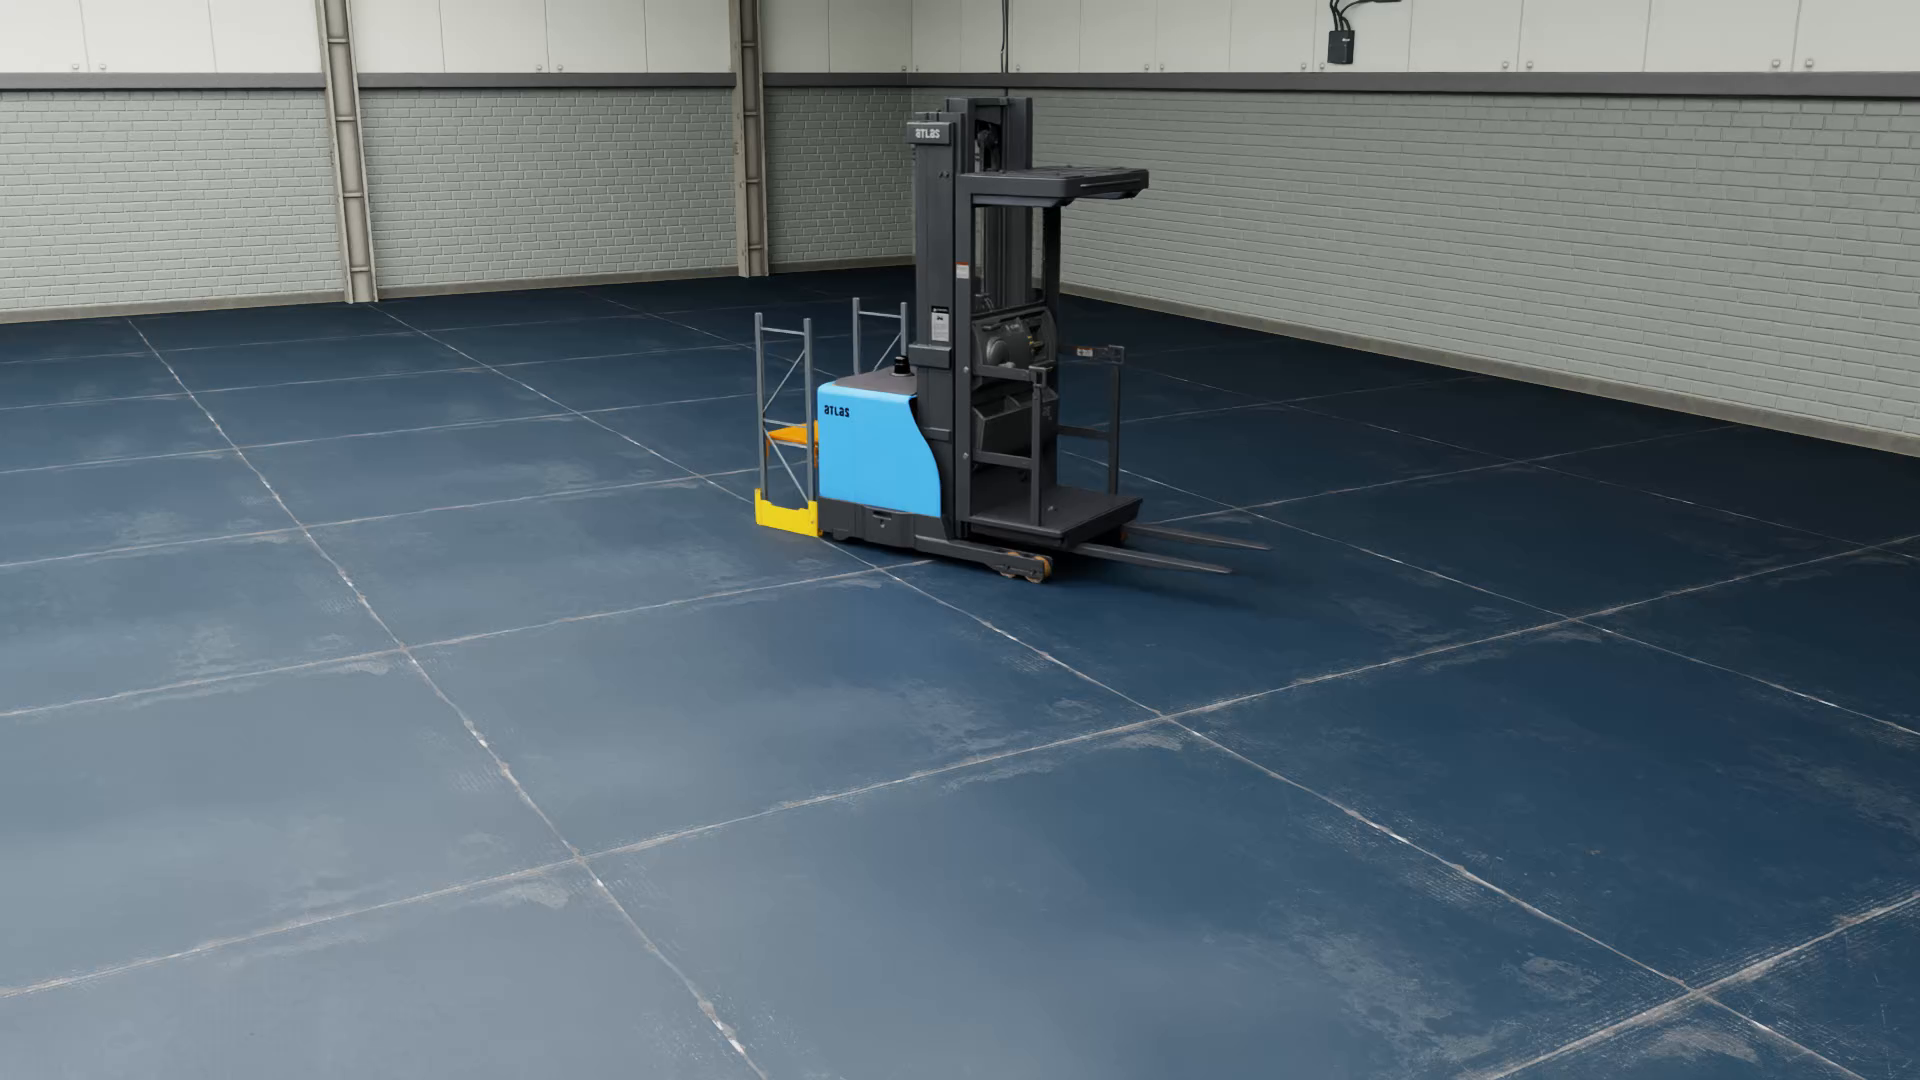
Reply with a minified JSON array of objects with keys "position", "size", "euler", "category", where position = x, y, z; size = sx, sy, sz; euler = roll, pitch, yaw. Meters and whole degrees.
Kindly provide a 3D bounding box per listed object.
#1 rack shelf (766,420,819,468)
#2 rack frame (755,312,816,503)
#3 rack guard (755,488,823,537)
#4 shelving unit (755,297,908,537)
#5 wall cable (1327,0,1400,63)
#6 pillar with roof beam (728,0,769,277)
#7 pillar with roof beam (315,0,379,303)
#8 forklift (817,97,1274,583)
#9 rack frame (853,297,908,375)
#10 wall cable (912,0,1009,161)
[{"position":[-0.890,-0.734,11.916],"size":[0.538,0.185,1.000],"euler":[12,19,36],"category":"rack shelf"},{"position":[-1.201,-0.799,11.481],"size":[0.500,1.500,0.032],"euler":[12,19,36],"category":"rack frame"},{"position":[-1.200,-0.197,11.650],"size":[0.587,0.250,0.087],"euler":[12,19,36],"category":"rack guard"},{"position":[-0.896,-0.906,11.861],"size":[0.587,1.500,1.083],"euler":[12,19,36],"category":"shelving unit"},{"position":[4.810,-8.067,17.213],"size":[0.169,6.003,2.305],"euler":[-9,18,-30],"category":"wall cable"},{"position":[-1.055,-7.528,21.593],"size":[0.400,9.000,9.100],"euler":[-9,18,-30],"category":"pillar with roof beam"},{"position":[-6.198,-6.694,18.618],"size":[0.400,9.000,9.100],"euler":[-9,18,-30],"category":"pillar with roof beam"},{"position":[0.531,-1.305,10.634],"size":[3.031,2.935,1.130],"euler":[10,19,33],"category":"forklift"},{"position":[-0.579,-1.016,12.255],"size":[0.500,1.500,0.032],"euler":[12,19,36],"category":"rack frame"},{"position":[-0.066,-7.132,25.935],"size":[0.112,2.526,3.097],"euler":[-9,18,-30],"category":"wall cable"}]
